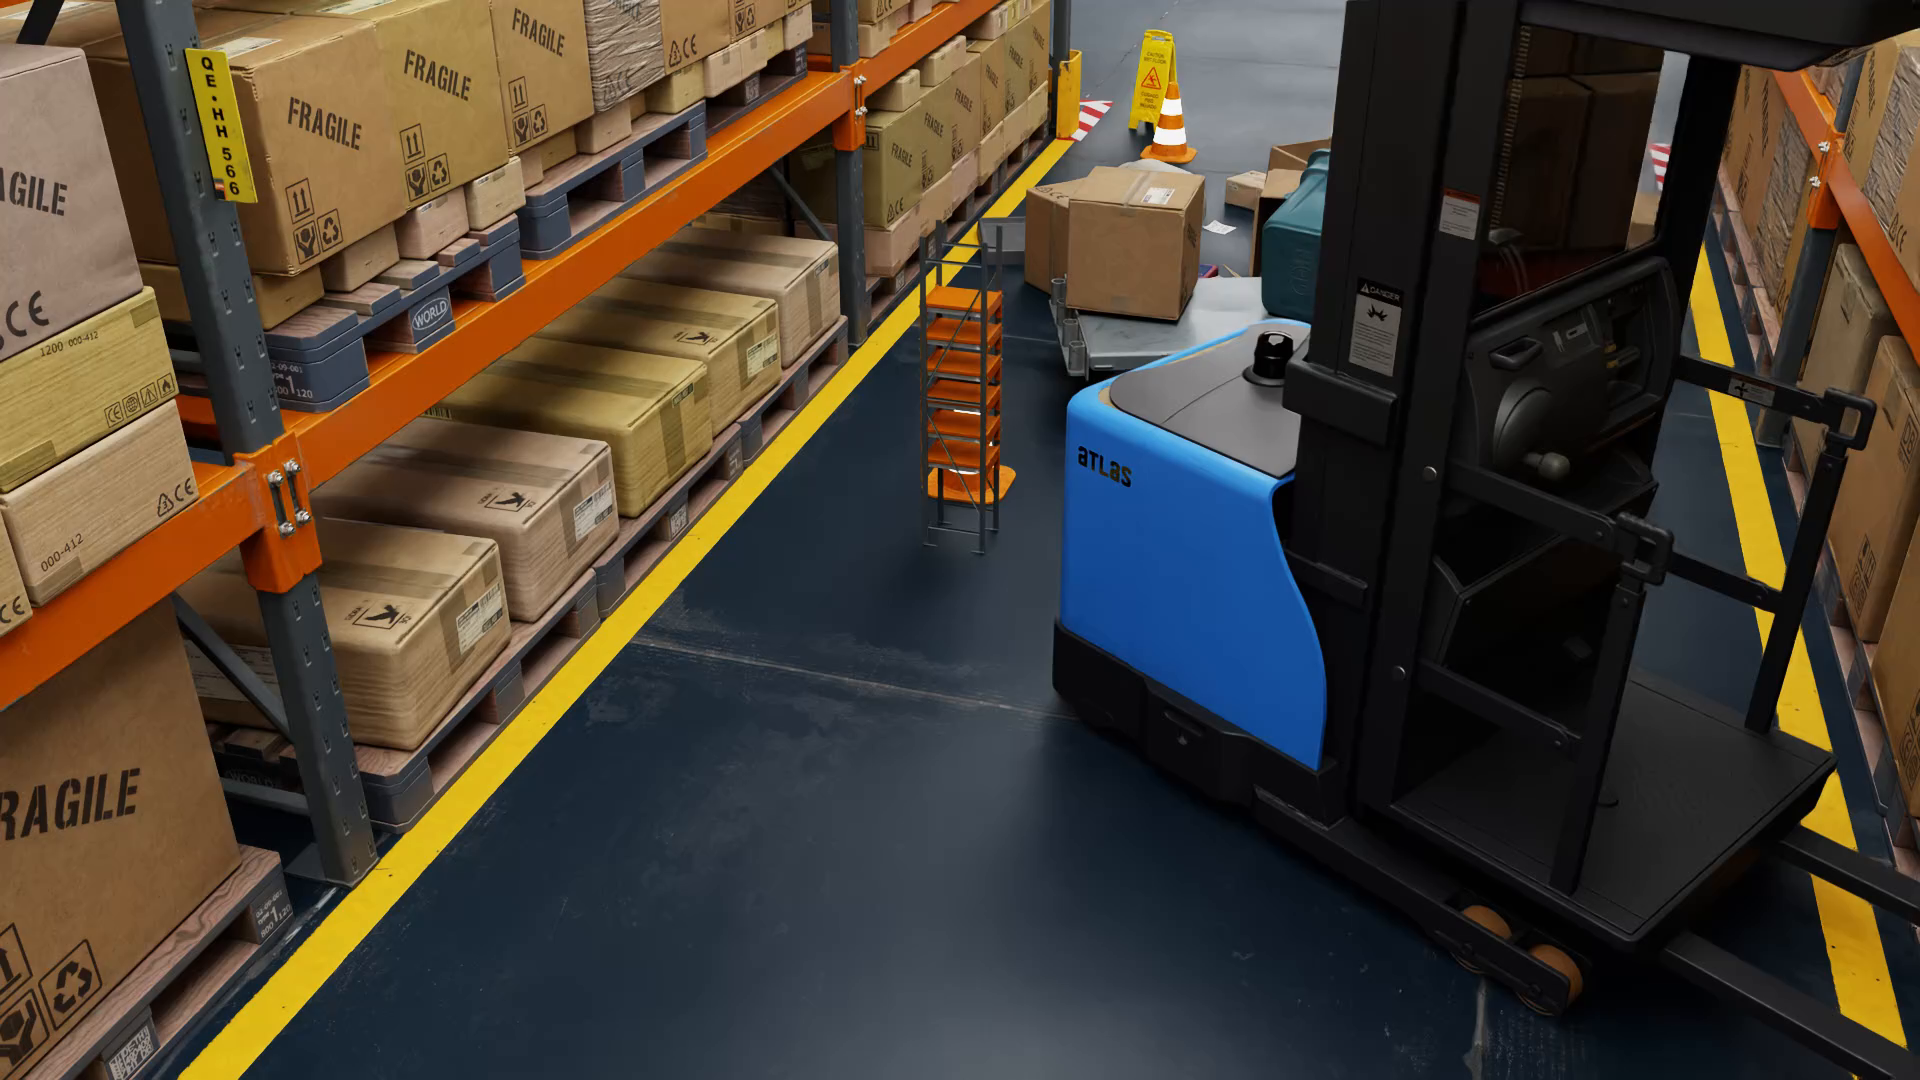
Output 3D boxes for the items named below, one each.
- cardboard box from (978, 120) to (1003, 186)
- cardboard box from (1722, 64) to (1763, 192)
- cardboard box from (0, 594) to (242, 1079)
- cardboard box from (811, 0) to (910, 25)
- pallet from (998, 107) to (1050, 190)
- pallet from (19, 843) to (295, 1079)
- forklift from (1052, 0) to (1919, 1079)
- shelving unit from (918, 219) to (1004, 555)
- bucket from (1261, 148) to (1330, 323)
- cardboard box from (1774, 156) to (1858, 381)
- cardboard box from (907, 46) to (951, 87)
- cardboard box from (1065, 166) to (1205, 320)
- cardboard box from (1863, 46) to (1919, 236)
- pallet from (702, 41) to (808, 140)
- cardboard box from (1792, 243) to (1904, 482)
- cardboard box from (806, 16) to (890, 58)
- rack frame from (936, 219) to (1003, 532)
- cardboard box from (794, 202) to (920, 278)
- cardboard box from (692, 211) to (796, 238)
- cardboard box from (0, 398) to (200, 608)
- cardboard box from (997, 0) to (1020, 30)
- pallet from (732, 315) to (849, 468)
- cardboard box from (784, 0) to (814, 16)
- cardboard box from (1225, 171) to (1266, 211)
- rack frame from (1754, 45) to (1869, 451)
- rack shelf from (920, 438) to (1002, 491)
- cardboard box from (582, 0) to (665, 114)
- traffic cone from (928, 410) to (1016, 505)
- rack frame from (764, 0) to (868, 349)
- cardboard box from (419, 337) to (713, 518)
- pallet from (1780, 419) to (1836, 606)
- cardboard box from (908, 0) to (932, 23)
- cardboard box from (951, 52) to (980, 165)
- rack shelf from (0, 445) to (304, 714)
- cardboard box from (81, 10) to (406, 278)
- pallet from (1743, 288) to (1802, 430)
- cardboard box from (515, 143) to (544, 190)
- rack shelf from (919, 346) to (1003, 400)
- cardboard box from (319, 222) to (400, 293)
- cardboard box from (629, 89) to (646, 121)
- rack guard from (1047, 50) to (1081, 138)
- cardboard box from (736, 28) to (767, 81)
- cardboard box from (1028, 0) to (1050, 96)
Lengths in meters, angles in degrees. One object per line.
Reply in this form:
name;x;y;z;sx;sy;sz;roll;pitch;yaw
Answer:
cardboard box;-0.052;-2.257;9.619;0.500;0.250;0.500;7;30;13
cardboard box;4.861;-2.444;9.312;0.875;0.875;0.875;9;30;15
cardboard box;-2.395;0.599;3.842;0.875;0.875;0.875;8;30;14
cardboard box;-0.543;-2.653;7.524;0.500;0.500;0.500;8;30;15
pallet;-0.059;-2.547;10.611;1.003;0.211;1.213;8;30;15
pallet;-2.416;1.119;4.022;1.003;0.211;1.213;8;30;15
forklift;1.645;-0.384;3.925;1.130;2.935;3.031;-23;37;-35
shelving unit;0.004;-0.531;5.970;0.258;1.200;0.189;8;30;15
bucket;1.659;-1.281;7.271;0.726;0.611;0.620;20;45;32
cardboard box;4.075;-1.192;7.061;0.875;0.875;0.875;9;30;16
cardboard box;-0.264;-2.432;8.493;0.380;0.149;0.250;10;31;17
cardboard box;0.772;-1.313;7.317;0.500;0.500;0.500;8;30;15
cardboard box;3.264;-1.258;5.323;0.500;0.500;0.500;9;30;15
pallet;-1.302;-1.896;6.770;1.003;0.211;1.213;8;30;15
cardboard box;3.727;-0.554;6.042;1.050;0.750;0.750;8;30;15
cardboard box;-0.539;-2.305;7.566;0.380;0.149;0.250;8;30;15
rack frame;0.031;-0.574;6.047;0.240;1.200;0.006;8;30;15
cardboard box;-0.507;-1.532;8.314;0.500;0.250;0.500;7;30;13
cardboard box;-1.022;-1.609;8.454;0.500;0.250;0.500;10;31;17
cardboard box;-2.013;-0.118;3.530;0.500;0.250;0.500;7;30;13
cardboard box;0.129;-3.060;9.623;0.380;0.149;0.250;9;30;16
pallet;-1.166;-0.734;7.352;1.003;0.211;1.213;8;30;15
cardboard box;-0.855;-2.424;6.681;0.500;0.500;0.500;8;30;14
cardboard box;1.782;-2.030;9.747;0.250;0.149;0.380;-24;37;-37
rack frame;3.823;-1.655;6.139;1.000;3.000;0.127;8;30;15
rack shelf;0.004;-0.282;6.109;0.258;0.103;0.180;8;30;15
cardboard box;-1.309;-1.711;5.399;0.500;0.500;0.500;7;30;13
traffic cone;0.036;-0.430;6.546;0.336;0.463;0.334;8;30;15
rack frame;-0.938;-2.314;7.325;1.000;3.000;0.127;8;30;15
cardboard box;-1.500;-0.447;6.240;0.950;0.372;0.625;10;30;17
pallet;3.669;-0.067;6.153;1.003;0.211;1.213;8;30;15
cardboard box;-0.360;-2.668;8.218;0.380;0.149;0.250;9;30;16
cardboard box;-0.207;-2.351;9.015;0.500;0.500;0.500;10;31;17
rack shelf;-2.700;0.788;2.487;1.077;0.370;4.000;8;30;15
cardboard box;-1.759;-0.989;4.101;0.500;0.500;0.500;8;30;13
pallet;4.121;-0.778;7.432;1.003;0.211;1.213;8;30;15
cardboard box;-1.503;-1.149;5.056;0.380;0.149;0.250;10;31;18
rack shelf;0.004;-0.597;5.934;0.258;0.103;0.180;8;30;15
cardboard box;-1.724;-0.780;4.393;0.380;0.149;0.250;7;30;12
cardboard box;-1.314;-1.530;5.741;0.380;0.149;0.250;7;30;13
rack guard;0.213;-3.045;11.210;1.175;0.500;0.348;8;30;15
cardboard box;-0.961;-1.864;6.342;0.380;0.149;0.250;8;30;14
cardboard box;0.250;-3.073;10.314;0.500;0.500;0.500;9;30;15
